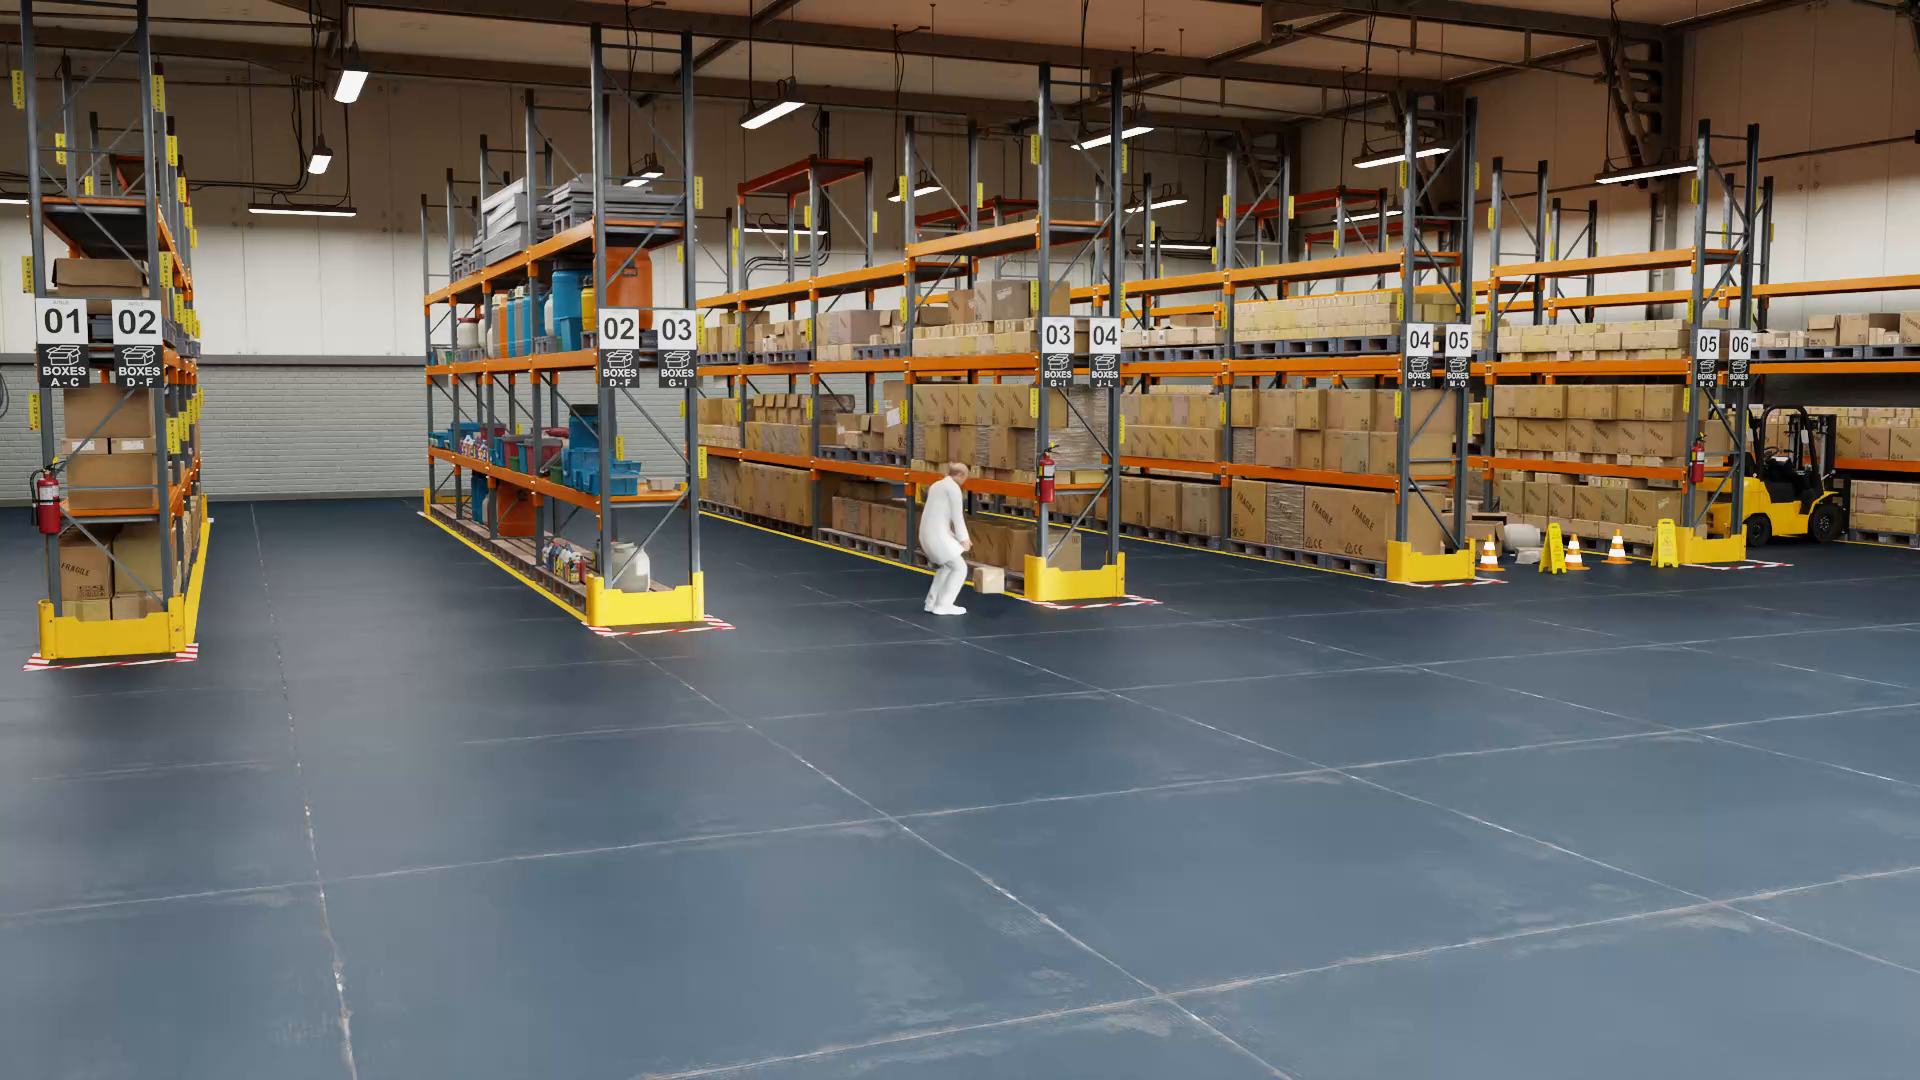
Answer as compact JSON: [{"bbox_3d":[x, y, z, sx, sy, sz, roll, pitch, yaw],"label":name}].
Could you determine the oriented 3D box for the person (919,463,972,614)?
[{"bbox_3d":[-0.168,-0.017,17.869,0.564,1.606,0.621,-2,6,-23],"label":"person"}]
